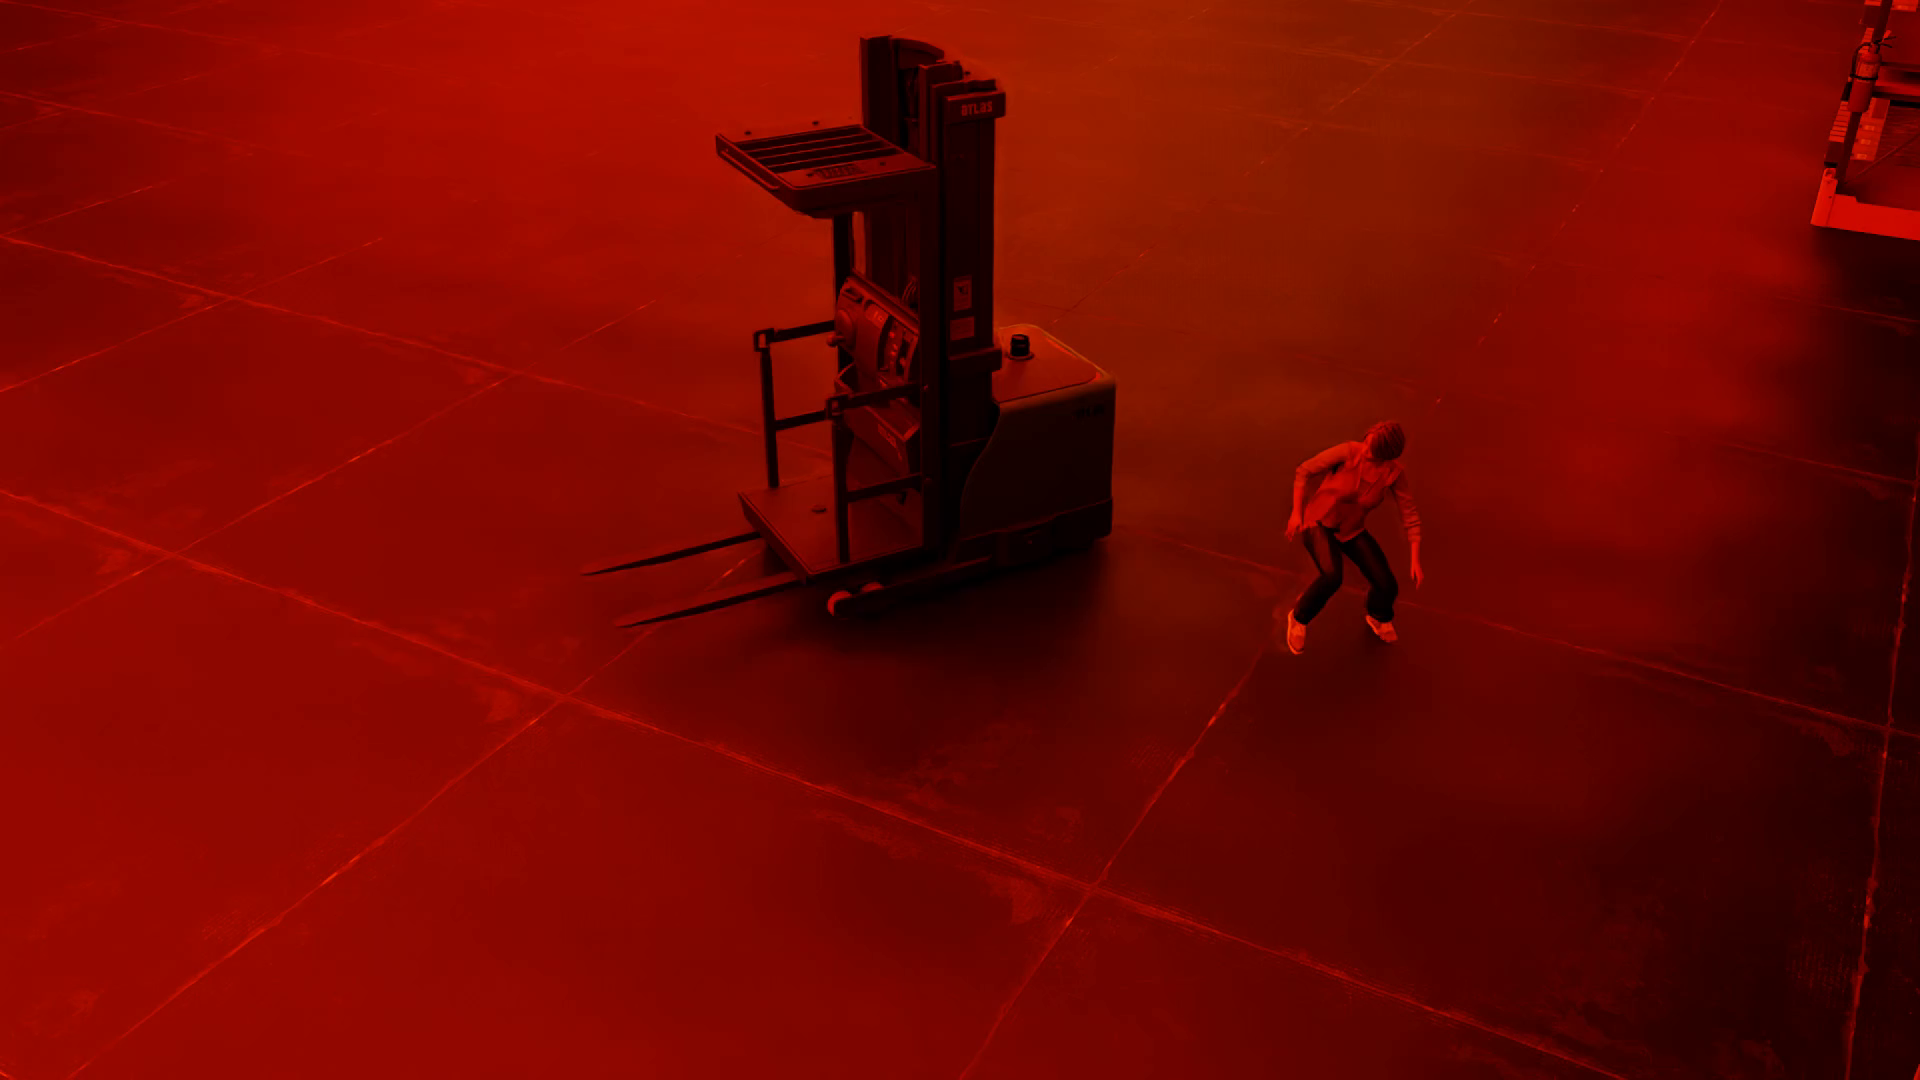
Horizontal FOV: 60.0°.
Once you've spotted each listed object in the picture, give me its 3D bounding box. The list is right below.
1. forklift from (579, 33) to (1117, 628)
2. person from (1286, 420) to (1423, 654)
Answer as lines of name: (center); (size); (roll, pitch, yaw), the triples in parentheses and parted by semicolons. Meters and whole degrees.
forklift: (-0.636, -1.121, 9.014); (3.031, 2.935, 1.130); (-15, 33, -24)
person: (2.058, -0.011, 8.708); (0.676, 1.379, 0.601); (-4, 30, -6)
